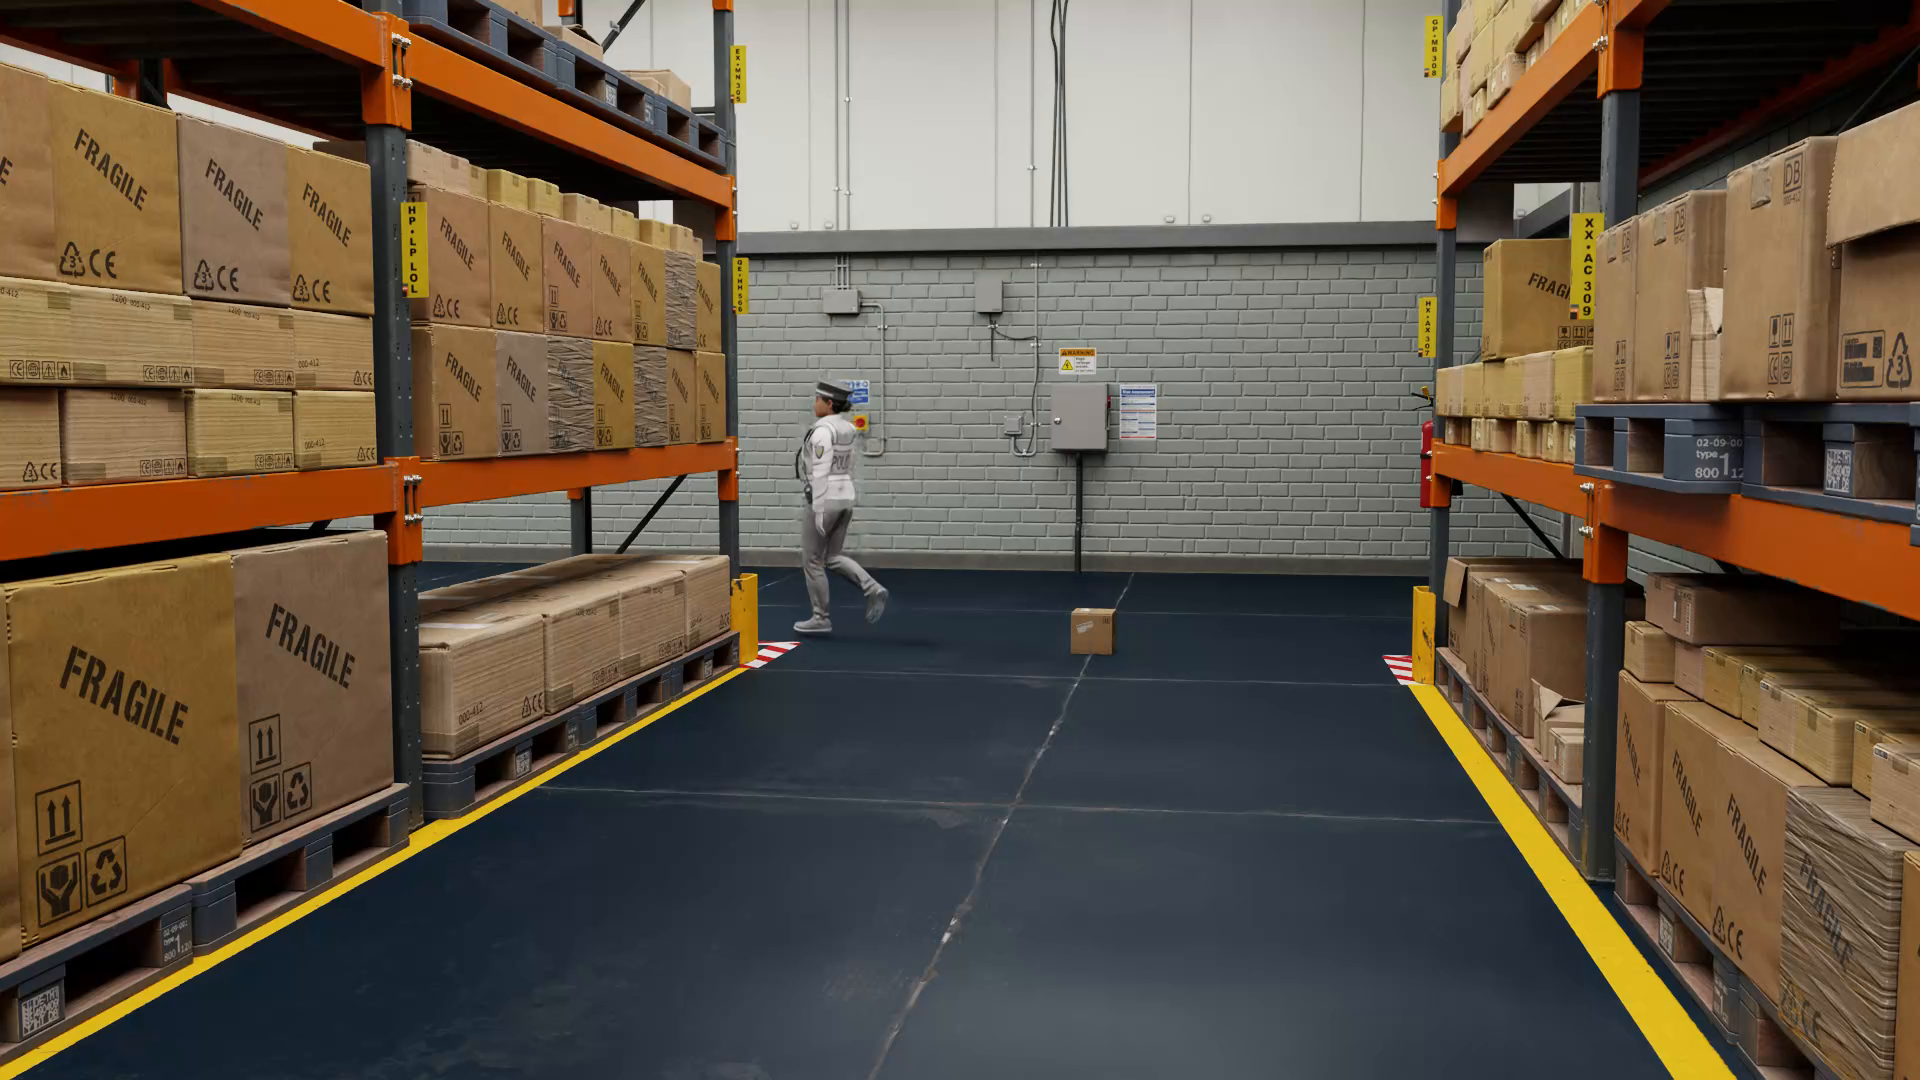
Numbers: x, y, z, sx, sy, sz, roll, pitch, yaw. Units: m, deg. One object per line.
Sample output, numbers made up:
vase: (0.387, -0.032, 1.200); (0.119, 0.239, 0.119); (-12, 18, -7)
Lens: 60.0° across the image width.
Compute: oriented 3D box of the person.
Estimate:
person: (-0.807, -0.218, 10.733); (0.656, 1.666, 0.506); (2, 5, 28)
